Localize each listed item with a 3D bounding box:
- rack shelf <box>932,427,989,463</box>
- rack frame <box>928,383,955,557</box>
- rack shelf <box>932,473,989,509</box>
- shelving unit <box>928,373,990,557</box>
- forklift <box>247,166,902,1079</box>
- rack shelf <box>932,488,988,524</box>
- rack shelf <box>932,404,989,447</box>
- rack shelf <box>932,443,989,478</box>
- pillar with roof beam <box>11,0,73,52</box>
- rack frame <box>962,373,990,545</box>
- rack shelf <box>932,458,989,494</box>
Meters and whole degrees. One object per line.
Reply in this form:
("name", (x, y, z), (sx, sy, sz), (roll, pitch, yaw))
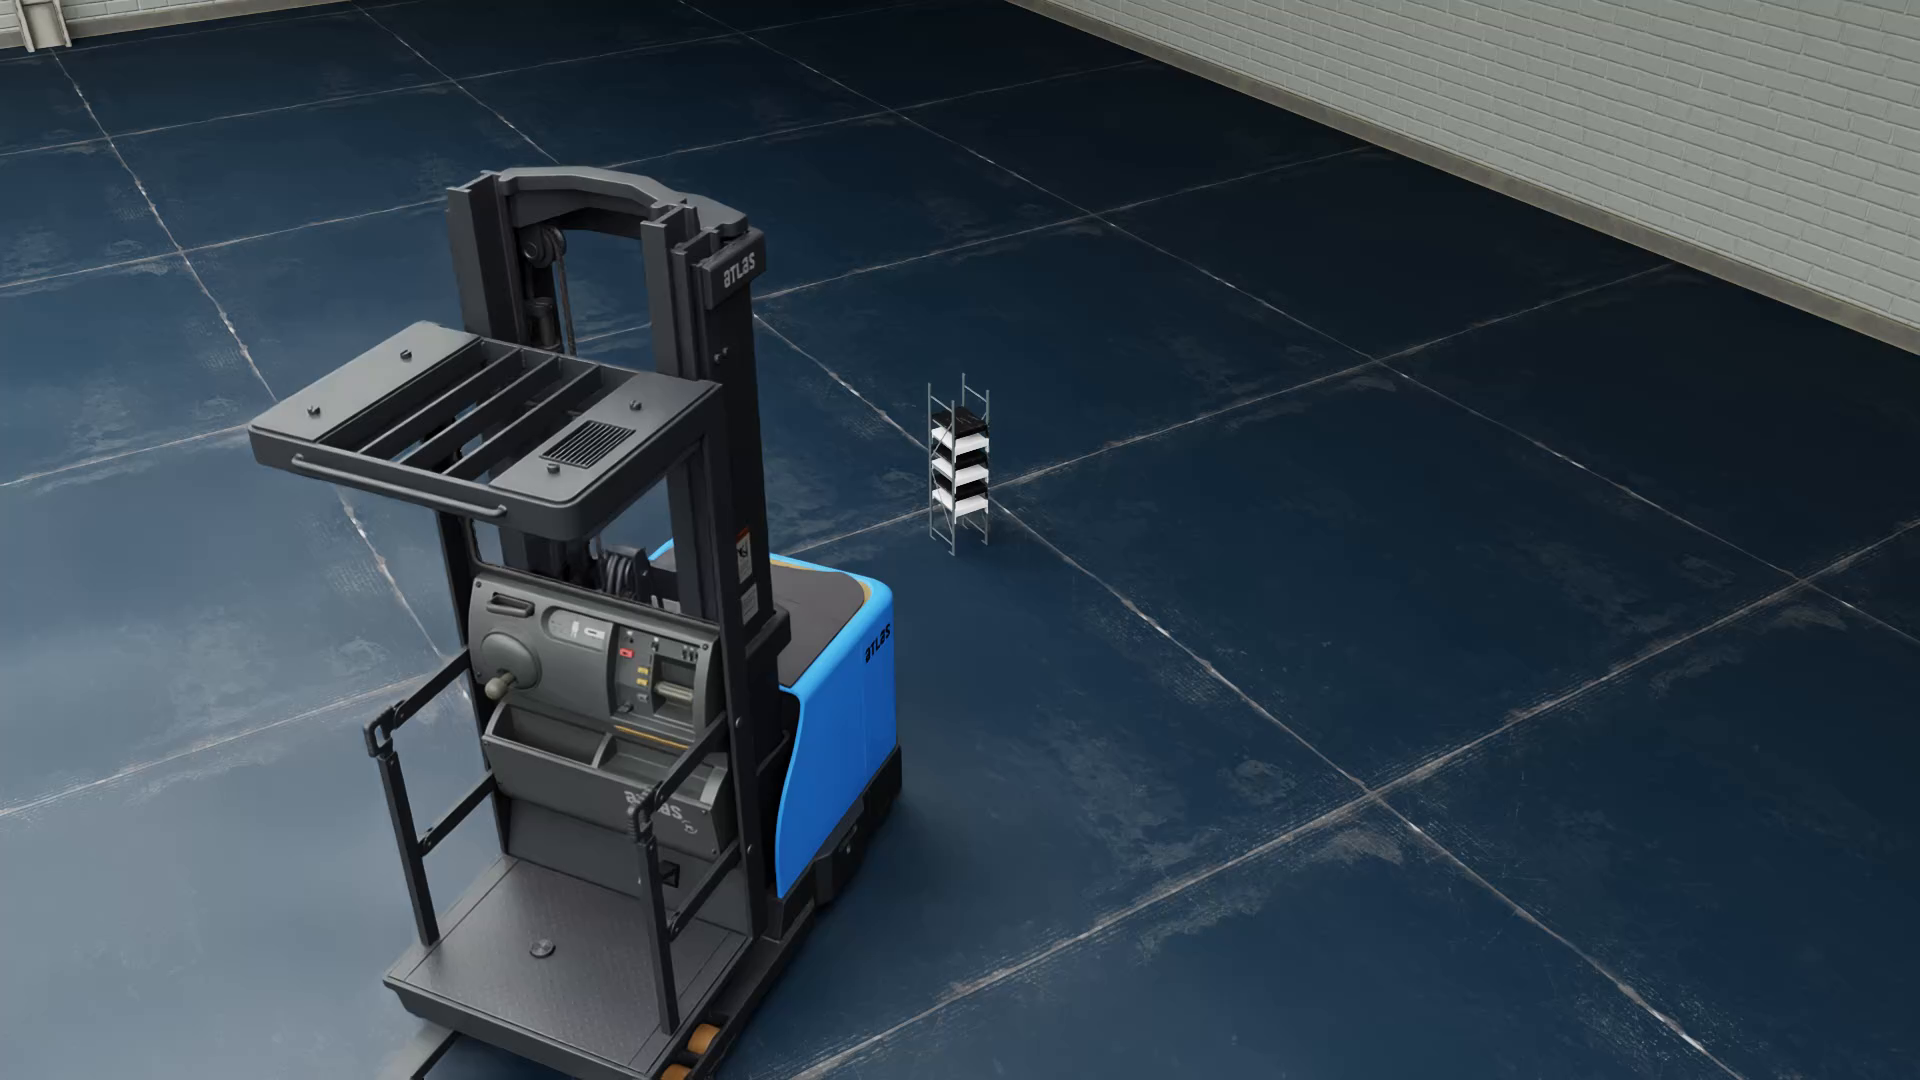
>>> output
("rack shelf", (-0.007, -0.502, 8.428), (0.200, 0.077, 0.258), (-19, 37, -27))
("rack frame", (-0.092, -0.349, 8.460), (0.006, 0.900, 0.240), (-19, 37, -27))
("rack shelf", (-0.007, -0.274, 8.572), (0.200, 0.077, 0.258), (-19, 37, -27))
("shelving unit", (-0.007, -0.378, 8.506), (0.210, 0.900, 0.258), (-19, 37, -27))
("forklift", (-1.303, 0.449, 5.292), (1.130, 2.935, 3.031), (13, 35, 20))
("rack shelf", (-0.007, -0.198, 8.620), (0.200, 0.077, 0.258), (-19, 37, -27))
("rack shelf", (-0.007, -0.578, 8.380), (0.200, 0.077, 0.258), (-19, 37, -27))
("rack shelf", (-0.007, -0.426, 8.476), (0.200, 0.077, 0.258), (-19, 37, -27))
("pillar with roof beam", (-6.745, -6.801, 11.097), (0.400, 9.000, 9.100), (-19, 37, -27))
("rack frame", (0.079, -0.408, 8.553), (0.006, 0.900, 0.240), (-19, 37, -27))
("rack shelf", (-0.007, -0.350, 8.524), (0.200, 0.077, 0.258), (-19, 37, -27))
